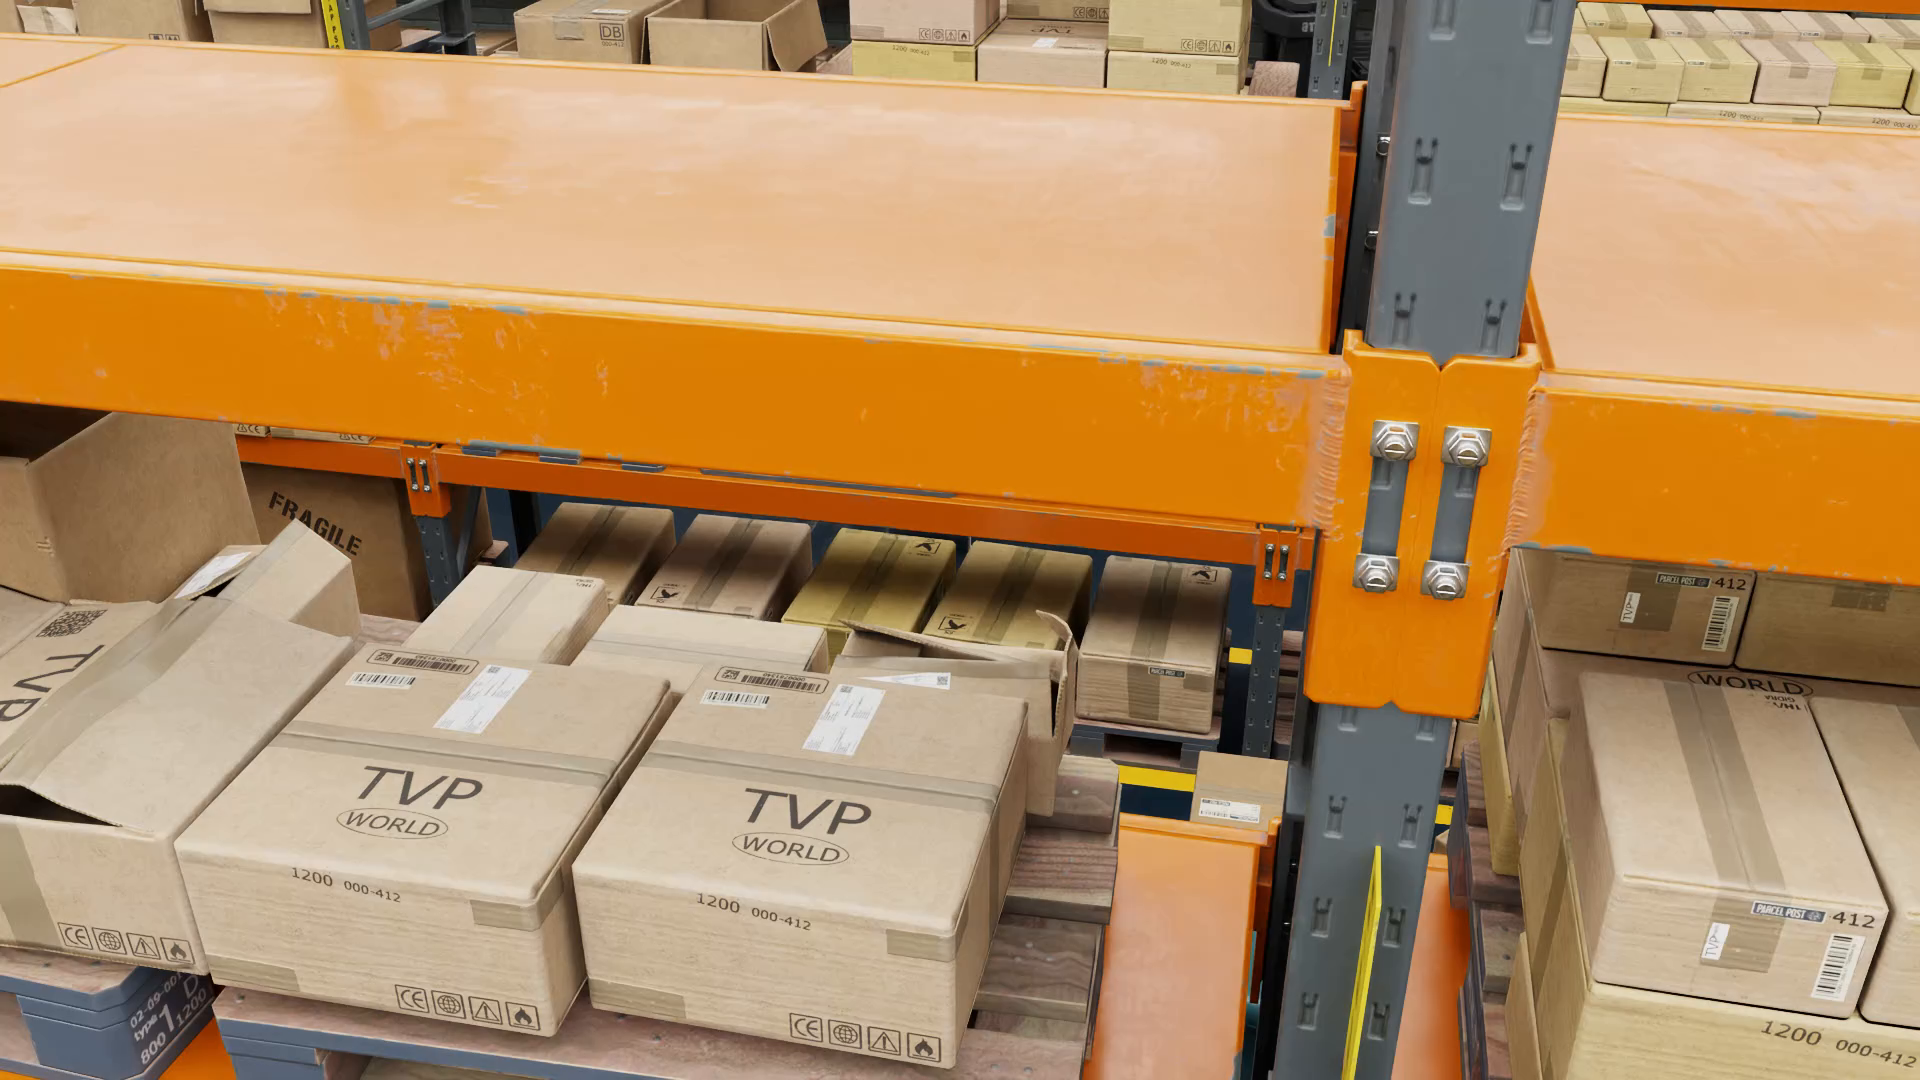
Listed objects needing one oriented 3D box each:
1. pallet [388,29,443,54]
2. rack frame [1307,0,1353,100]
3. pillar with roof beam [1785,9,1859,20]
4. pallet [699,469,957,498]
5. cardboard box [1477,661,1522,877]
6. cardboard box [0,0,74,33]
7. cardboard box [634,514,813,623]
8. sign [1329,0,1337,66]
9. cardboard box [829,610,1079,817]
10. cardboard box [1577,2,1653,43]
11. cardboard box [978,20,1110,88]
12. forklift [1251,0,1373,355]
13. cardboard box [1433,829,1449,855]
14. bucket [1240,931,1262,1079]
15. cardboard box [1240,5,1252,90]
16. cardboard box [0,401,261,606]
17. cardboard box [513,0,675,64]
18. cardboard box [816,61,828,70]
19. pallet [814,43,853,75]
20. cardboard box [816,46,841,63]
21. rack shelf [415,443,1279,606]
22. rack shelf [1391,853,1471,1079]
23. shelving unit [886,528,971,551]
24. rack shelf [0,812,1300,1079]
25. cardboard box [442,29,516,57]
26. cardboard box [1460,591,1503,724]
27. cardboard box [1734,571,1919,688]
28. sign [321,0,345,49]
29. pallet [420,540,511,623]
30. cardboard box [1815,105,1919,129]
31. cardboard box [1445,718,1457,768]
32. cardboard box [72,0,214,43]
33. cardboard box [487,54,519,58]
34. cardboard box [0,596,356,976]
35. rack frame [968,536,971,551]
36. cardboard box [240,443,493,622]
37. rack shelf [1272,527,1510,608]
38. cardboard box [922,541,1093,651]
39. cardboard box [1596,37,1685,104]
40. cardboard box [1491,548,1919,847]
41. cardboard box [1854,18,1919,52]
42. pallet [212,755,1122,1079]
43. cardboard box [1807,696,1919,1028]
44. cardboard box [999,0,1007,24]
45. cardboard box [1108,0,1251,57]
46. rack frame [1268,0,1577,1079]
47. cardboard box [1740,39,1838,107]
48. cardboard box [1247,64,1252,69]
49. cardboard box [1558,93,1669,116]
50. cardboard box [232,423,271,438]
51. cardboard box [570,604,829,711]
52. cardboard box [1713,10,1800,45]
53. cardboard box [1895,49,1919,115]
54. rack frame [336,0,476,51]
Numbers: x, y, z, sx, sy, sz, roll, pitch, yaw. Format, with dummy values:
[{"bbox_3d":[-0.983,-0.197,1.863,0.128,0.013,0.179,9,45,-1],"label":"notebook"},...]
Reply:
[{"bbox_3d":[-3.090,-2.104,7.543,1.003,0.211,1.213,7,30,13],"label":"pallet"},{"bbox_3d":[1.462,-3.062,5.972,0.127,3.000,1.000,6,29,11],"label":"rack frame"},{"bbox_3d":[5.015,-3.464,6.706,0.400,9.000,9.100,6,29,11],"label":"pillar with roof beam"},{"bbox_3d":[-0.505,-0.568,7.864,1.213,0.211,1.003,6,29,11],"label":"pallet"},{"bbox_3d":[0.950,0.357,2.571,0.250,0.149,0.380,6,29,10],"label":"cardboard box"},{"bbox_3d":[-4.234,-2.416,7.375,0.500,0.500,0.500,6,29,11],"label":"cardboard box"},{"bbox_3d":[-1.176,0.268,8.436,0.625,0.372,0.950,5,29,10],"label":"cardboard box"},{"bbox_3d":[1.350,-1.885,5.997,0.005,0.325,0.100,6,29,11],"label":"sign"},{"bbox_3d":[-0.011,0.242,2.660,0.396,0.266,0.258,5,29,10],"label":"cardboard box"},{"bbox_3d":[2.605,-2.034,6.650,0.250,0.149,0.380,7,29,12],"label":"cardboard box"},{"bbox_3d":[0.367,-1.908,6.708,0.500,0.250,0.500,6,29,11],"label":"cardboard box"},{"bbox_3d":[2.570,-1.995,10.343,3.031,2.935,1.130,0,29,-1],"label":"forklift"},{"bbox_3d":[2.226,1.411,6.649,0.500,0.500,0.500,-21,35,-33],"label":"cardboard box"},{"bbox_3d":[1.142,1.604,5.522,0.620,0.611,0.726,7,28,33],"label":"bucket"},{"bbox_3d":[0.974,-2.112,7.079,0.500,0.250,0.500,5,29,9],"label":"cardboard box"},{"bbox_3d":[-1.626,-0.042,2.934,0.500,0.500,0.500,6,29,11],"label":"cardboard box"},{"bbox_3d":[-1.525,-2.092,7.219,0.500,0.500,0.700,6,29,11],"label":"cardboard box"},{"bbox_3d":[-0.905,-3.295,11.866,0.250,0.149,0.380,6,29,12],"label":"cardboard box"},{"bbox_3d":[-0.134,-1.879,7.130,1.003,0.211,1.213,6,29,11],"label":"pallet"},{"bbox_3d":[-1.056,-3.554,12.339,0.250,0.149,0.380,7,29,12],"label":"cardboard box"},{"bbox_3d":[-0.494,-0.316,7.952,4.000,0.370,1.077,6,29,11],"label":"rack shelf"},{"bbox_3d":[2.483,1.105,2.234,4.000,0.370,1.077,6,29,11],"label":"rack shelf"},{"bbox_3d":[-0.162,-0.543,9.492,0.503,1.200,0.258,6,29,11],"label":"shelving unit"},{"bbox_3d":[-1.429,0.703,2.967,4.000,0.370,1.077,6,29,11],"label":"rack shelf"},{"bbox_3d":[-3.628,-3.508,12.493,0.500,0.500,0.700,6,29,10],"label":"cardboard box"},{"bbox_3d":[2.509,0.496,7.365,0.500,0.500,0.500,7,29,13],"label":"cardboard box"},{"bbox_3d":[1.199,0.033,2.332,0.250,0.149,0.380,6,29,10],"label":"cardboard box"},{"bbox_3d":[-2.574,-2.149,6.808,0.005,0.325,0.100,6,29,11],"label":"sign"},{"bbox_3d":[-3.205,0.277,9.024,1.213,0.211,1.003,6,29,11],"label":"pallet"},{"bbox_3d":[3.323,-1.485,6.062,0.500,0.250,0.500,6,29,11],"label":"cardboard box"},{"bbox_3d":[1.983,0.777,7.633,0.500,0.250,0.500,5,29,8],"label":"cardboard box"},{"bbox_3d":[-3.457,-2.386,7.319,0.500,0.500,0.700,4,29,8],"label":"cardboard box"},{"bbox_3d":[-2.098,-2.104,7.608,0.250,0.149,0.380,6,29,11],"label":"cardboard box"},{"bbox_3d":[-1.233,0.327,2.457,0.500,0.311,0.500,5,29,9],"label":"cardboard box"},{"bbox_3d":[0.077,-0.518,9.447,0.015,1.200,0.240,6,29,11],"label":"rack frame"},{"bbox_3d":[-3.108,-0.192,8.753,0.875,0.875,0.875,6,29,10],"label":"cardboard box"},{"bbox_3d":[3.418,0.085,7.219,4.000,0.370,1.077,6,29,11],"label":"rack shelf"},{"bbox_3d":[0.245,0.416,8.166,0.625,0.372,0.950,8,30,14],"label":"cardboard box"},{"bbox_3d":[2.470,-1.719,6.074,0.250,0.149,0.380,6,29,10],"label":"cardboard box"},{"bbox_3d":[1.062,0.224,2.398,0.500,0.250,0.500,6,29,10],"label":"cardboard box"},{"bbox_3d":[3.587,-1.884,6.375,0.250,0.149,0.380,6,29,12],"label":"cardboard box"},{"bbox_3d":[-0.380,0.604,2.600,1.217,0.209,0.805,5,29,9],"label":"pallet"},{"bbox_3d":[1.062,0.342,1.768,0.250,0.149,0.380,6,29,10],"label":"cardboard box"},{"bbox_3d":[-0.019,-2.202,7.244,0.500,0.250,0.500,6,29,10],"label":"cardboard box"},{"bbox_3d":[0.869,-2.082,6.505,0.500,0.250,0.500,7,29,12],"label":"cardboard box"},{"bbox_3d":[0.527,-0.727,1.708,0.127,3.000,1.000,6,29,11],"label":"rack frame"},{"bbox_3d":[2.987,-1.696,6.032,0.250,0.149,0.380,5,29,10],"label":"cardboard box"},{"bbox_3d":[1.945,-3.278,11.834,0.250,0.149,0.380,5,29,9],"label":"cardboard box"},{"bbox_3d":[2.342,-1.591,6.255,0.500,0.250,0.500,6,29,10],"label":"cardboard box"},{"bbox_3d":[-3.501,-0.739,8.132,0.500,0.250,0.500,6,29,11],"label":"cardboard box"},{"bbox_3d":[-0.435,0.250,2.766,0.380,0.149,0.250,6,29,11],"label":"cardboard box"},{"bbox_3d":[3.101,-1.958,6.511,0.250,0.149,0.380,6,29,11],"label":"cardboard box"},{"bbox_3d":[3.475,-1.618,5.890,0.250,0.149,0.380,7,29,12],"label":"cardboard box"},{"bbox_3d":[-2.450,-3.463,6.705,0.127,3.000,1.000,6,29,11],"label":"rack frame"}]
